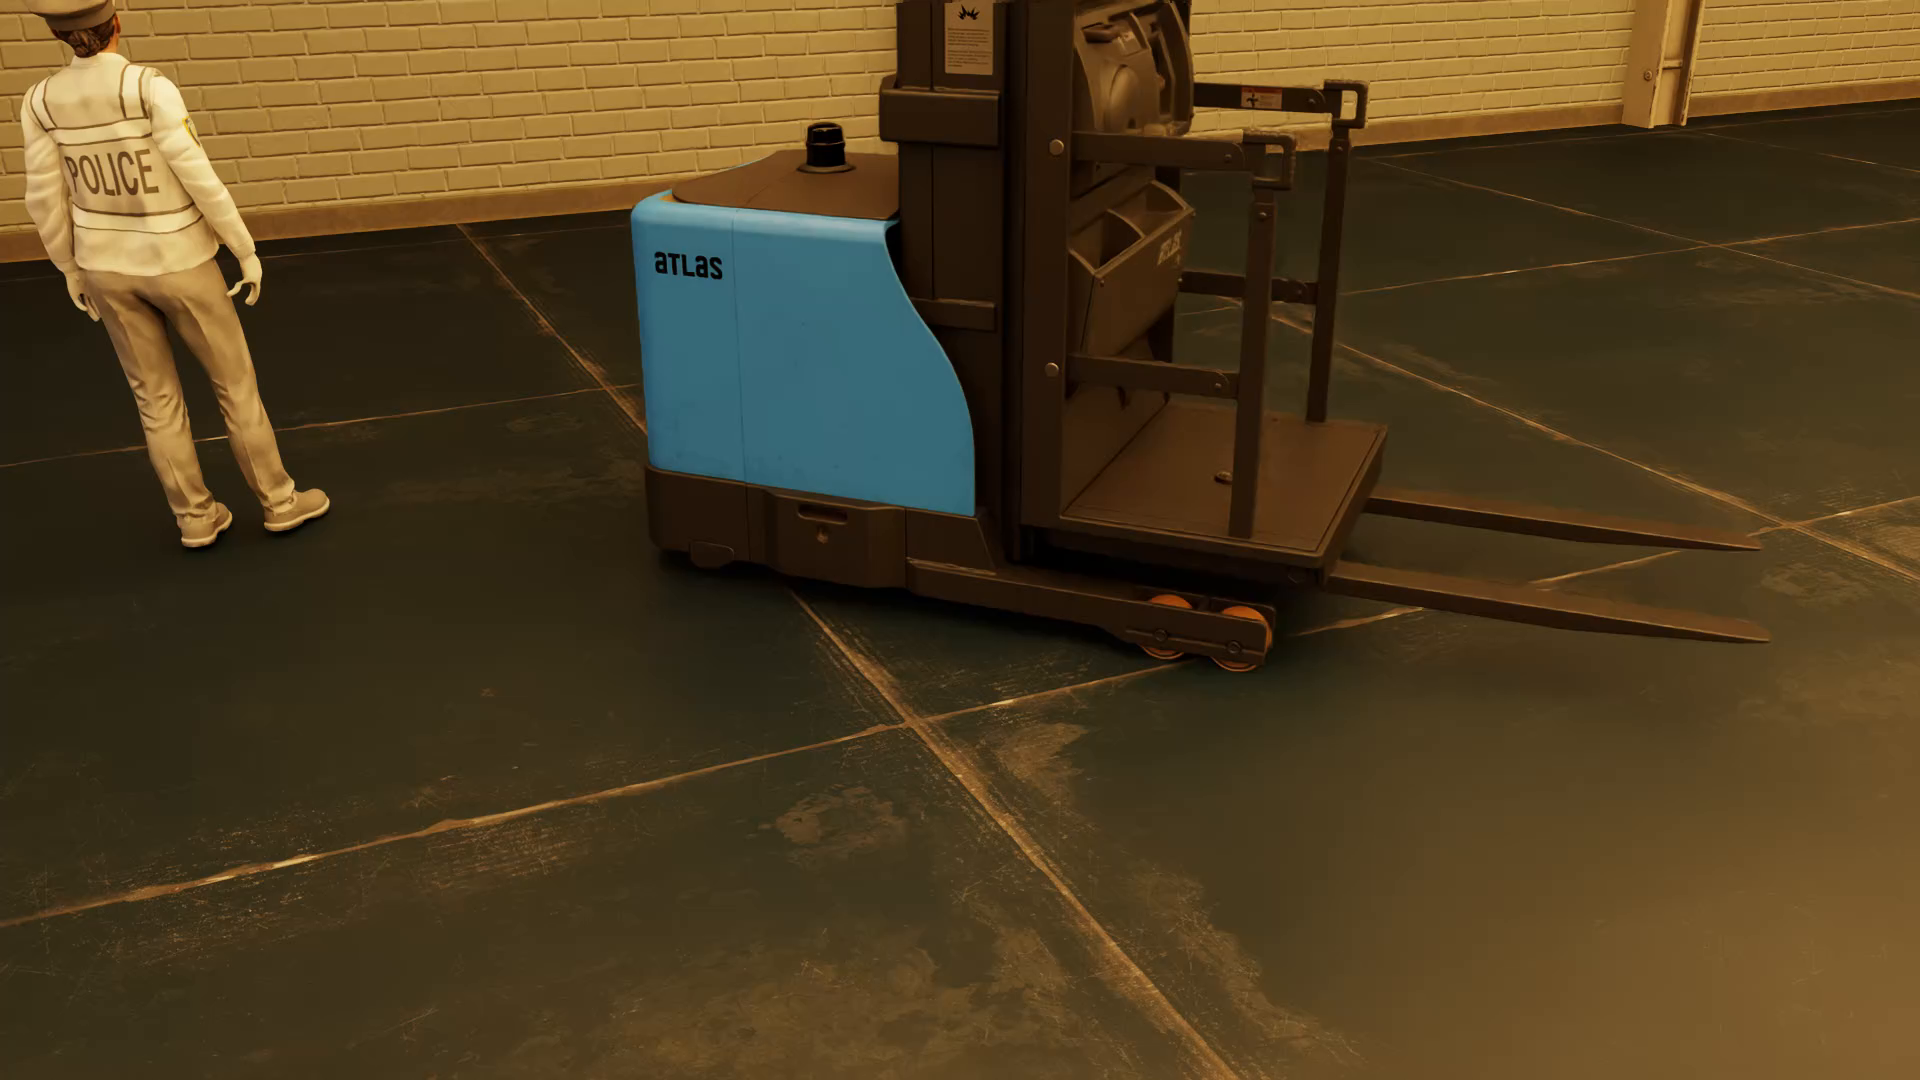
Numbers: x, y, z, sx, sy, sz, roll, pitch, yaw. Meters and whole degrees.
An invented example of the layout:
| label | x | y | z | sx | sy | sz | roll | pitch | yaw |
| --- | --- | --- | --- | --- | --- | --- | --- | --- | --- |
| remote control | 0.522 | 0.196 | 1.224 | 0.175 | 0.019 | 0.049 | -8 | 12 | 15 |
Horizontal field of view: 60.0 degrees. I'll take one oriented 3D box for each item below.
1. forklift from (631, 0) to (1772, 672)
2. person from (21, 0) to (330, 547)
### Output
| label | x | y | z | sx | sy | sz | roll | pitch | yaw |
| --- | --- | --- | --- | --- | --- | --- | --- | --- | --- |
| forklift | 0.648 | -1.244 | 4.281 | 3.031 | 2.935 | 1.130 | 9 | 24 | 20 |
| person | -2.301 | -0.799 | 4.803 | 0.584 | 1.694 | 0.533 | -1 | 23 | -1 |
